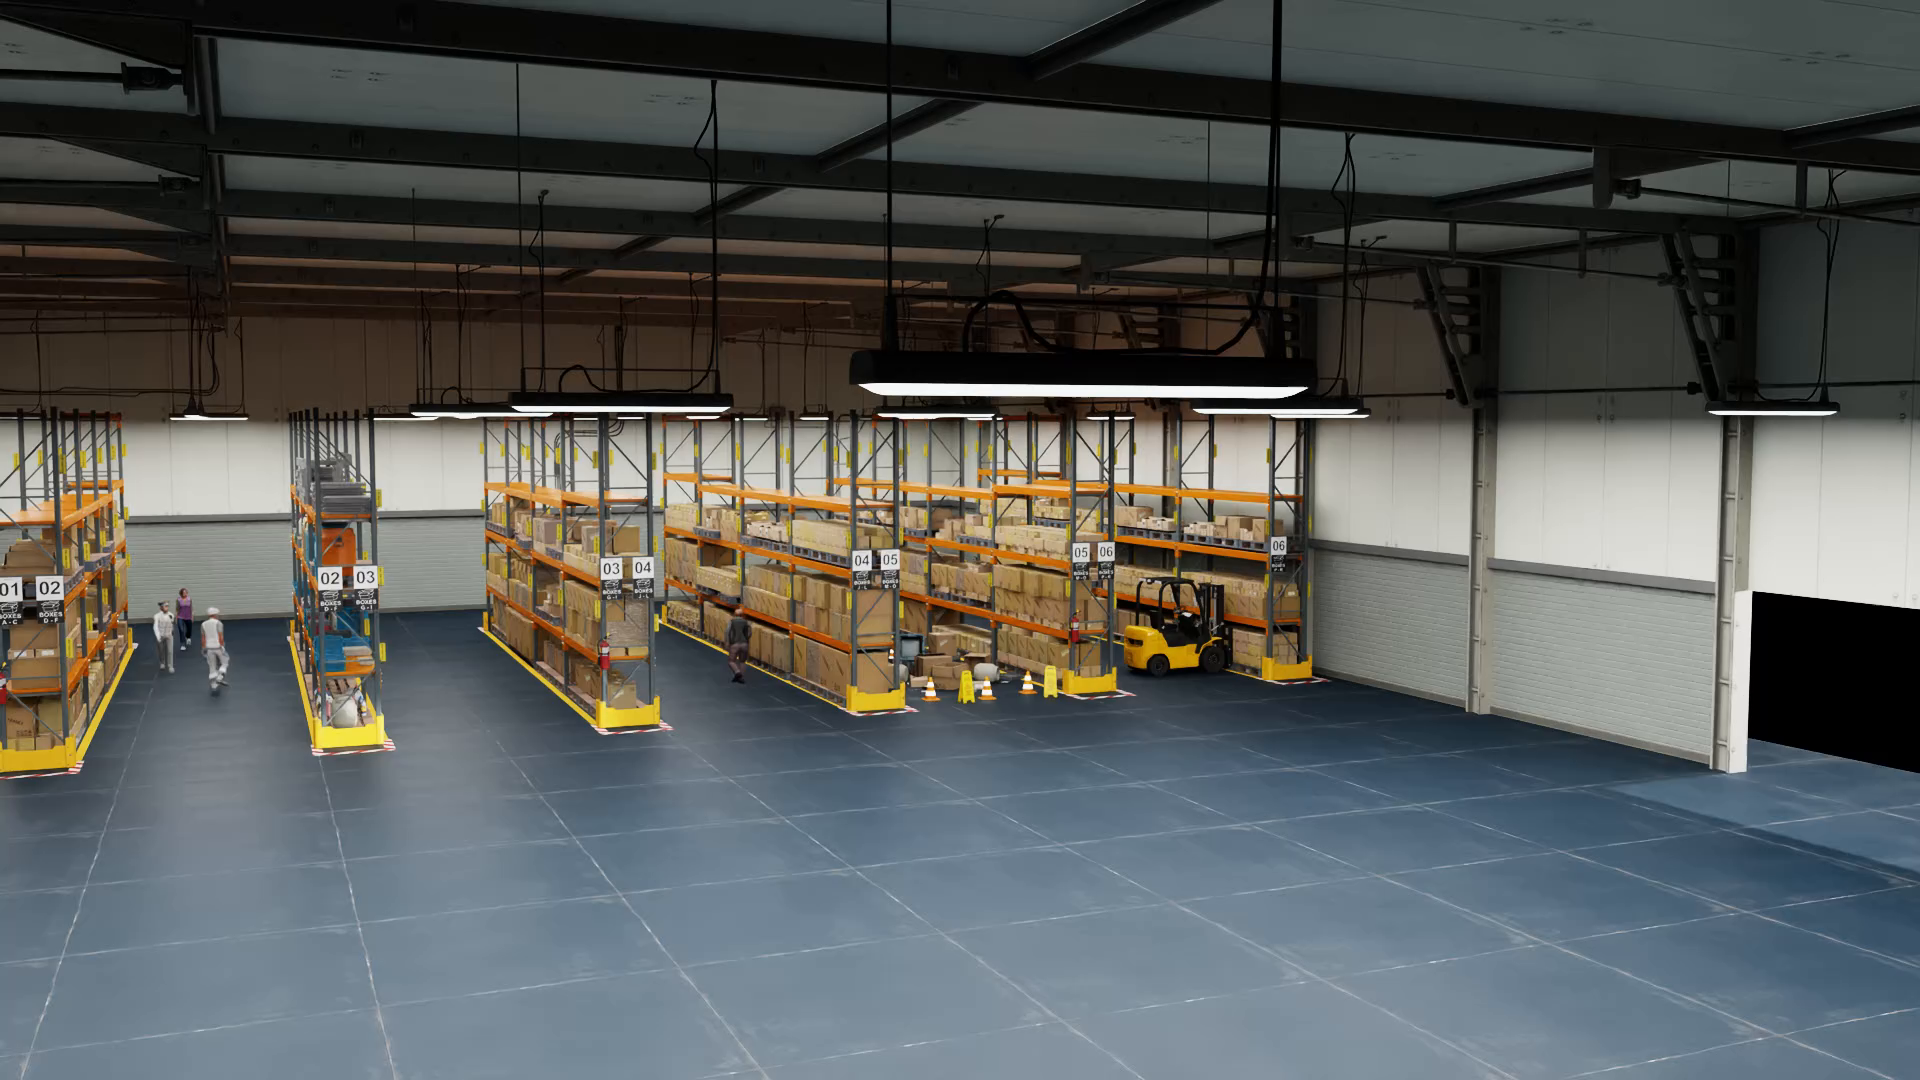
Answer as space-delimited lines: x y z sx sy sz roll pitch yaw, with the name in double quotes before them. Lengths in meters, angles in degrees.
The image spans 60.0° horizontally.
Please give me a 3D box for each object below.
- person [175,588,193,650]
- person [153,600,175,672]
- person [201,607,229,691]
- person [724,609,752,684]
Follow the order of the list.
"person" -19.641 1.979 42.123 0.415 1.562 0.768 -2 4 -26
"person" -18.325 2.199 38.267 0.436 1.622 1.012 -2 5 -27
"person" -15.978 2.335 35.635 0.576 1.776 0.536 -1 4 -10
"person" -4.879 2.343 36.708 0.634 1.630 0.737 -2 4 -22
